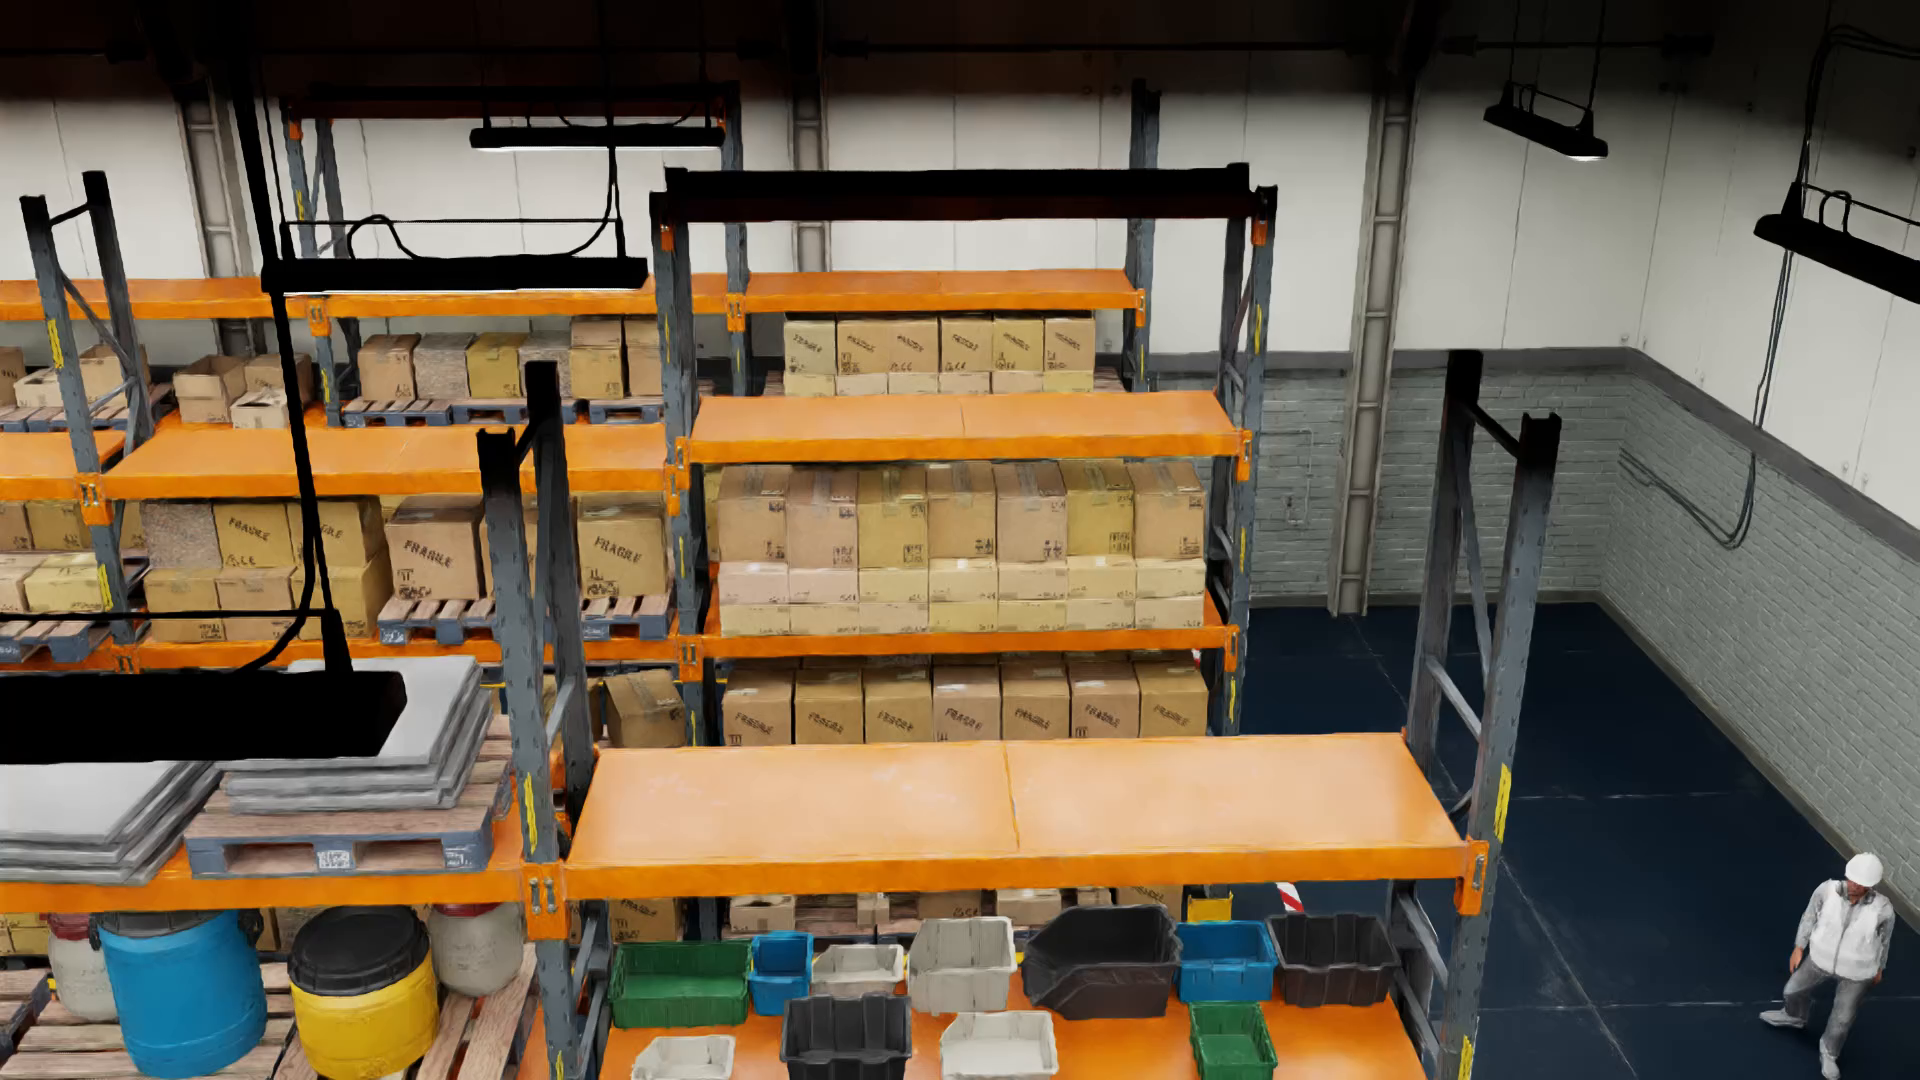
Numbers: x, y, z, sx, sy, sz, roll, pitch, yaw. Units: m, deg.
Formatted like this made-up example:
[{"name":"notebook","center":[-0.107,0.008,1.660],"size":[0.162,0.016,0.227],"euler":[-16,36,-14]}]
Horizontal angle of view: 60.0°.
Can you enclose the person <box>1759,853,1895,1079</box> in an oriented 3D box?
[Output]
[{"name":"person","center":[6.100,2.892,11.700],"size":[0.728,1.765,0.512],"euler":[20,30,40]}]
